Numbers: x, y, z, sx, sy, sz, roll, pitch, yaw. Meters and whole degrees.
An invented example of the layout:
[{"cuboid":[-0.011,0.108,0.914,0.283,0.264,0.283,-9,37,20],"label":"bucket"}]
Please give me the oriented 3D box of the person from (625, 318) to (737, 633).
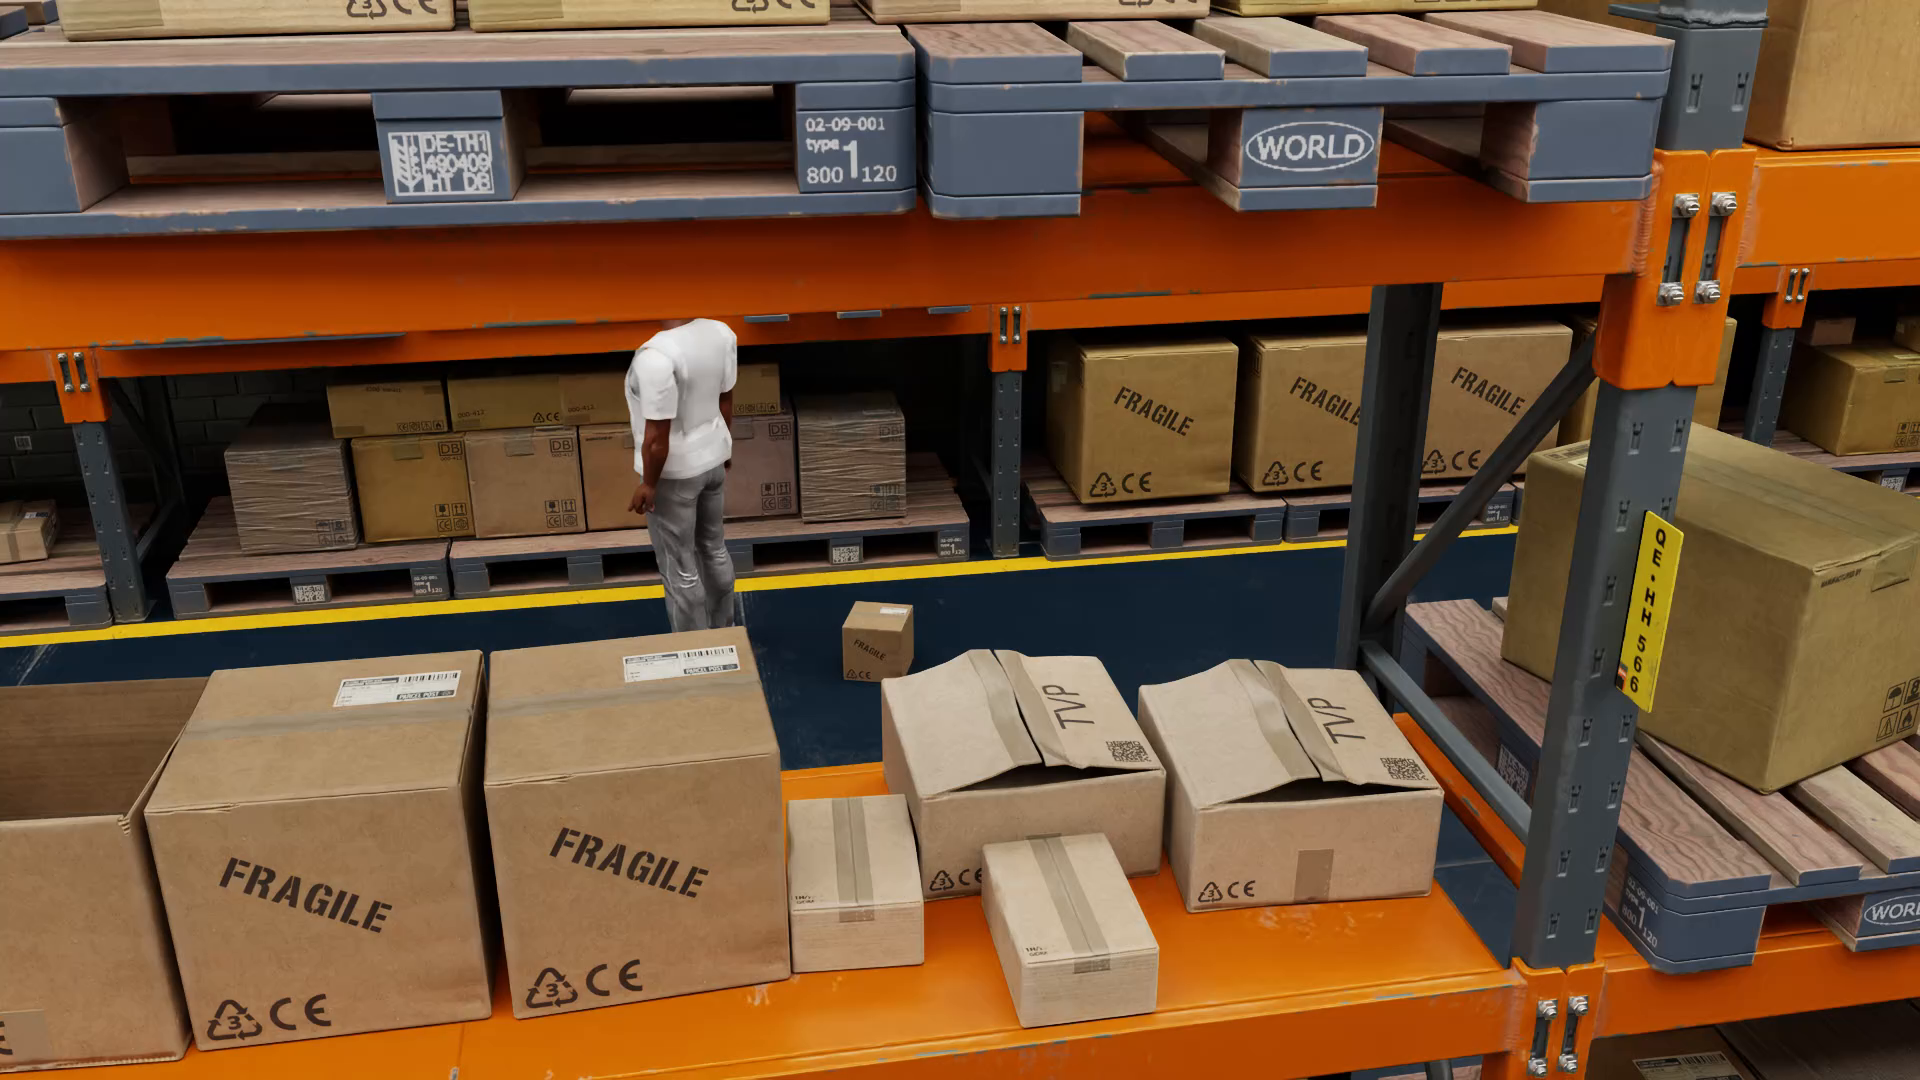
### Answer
[{"cuboid":[-1.140,-0.302,6.768,0.394,1.770,0.554,12,26,27],"label":"person"}]
